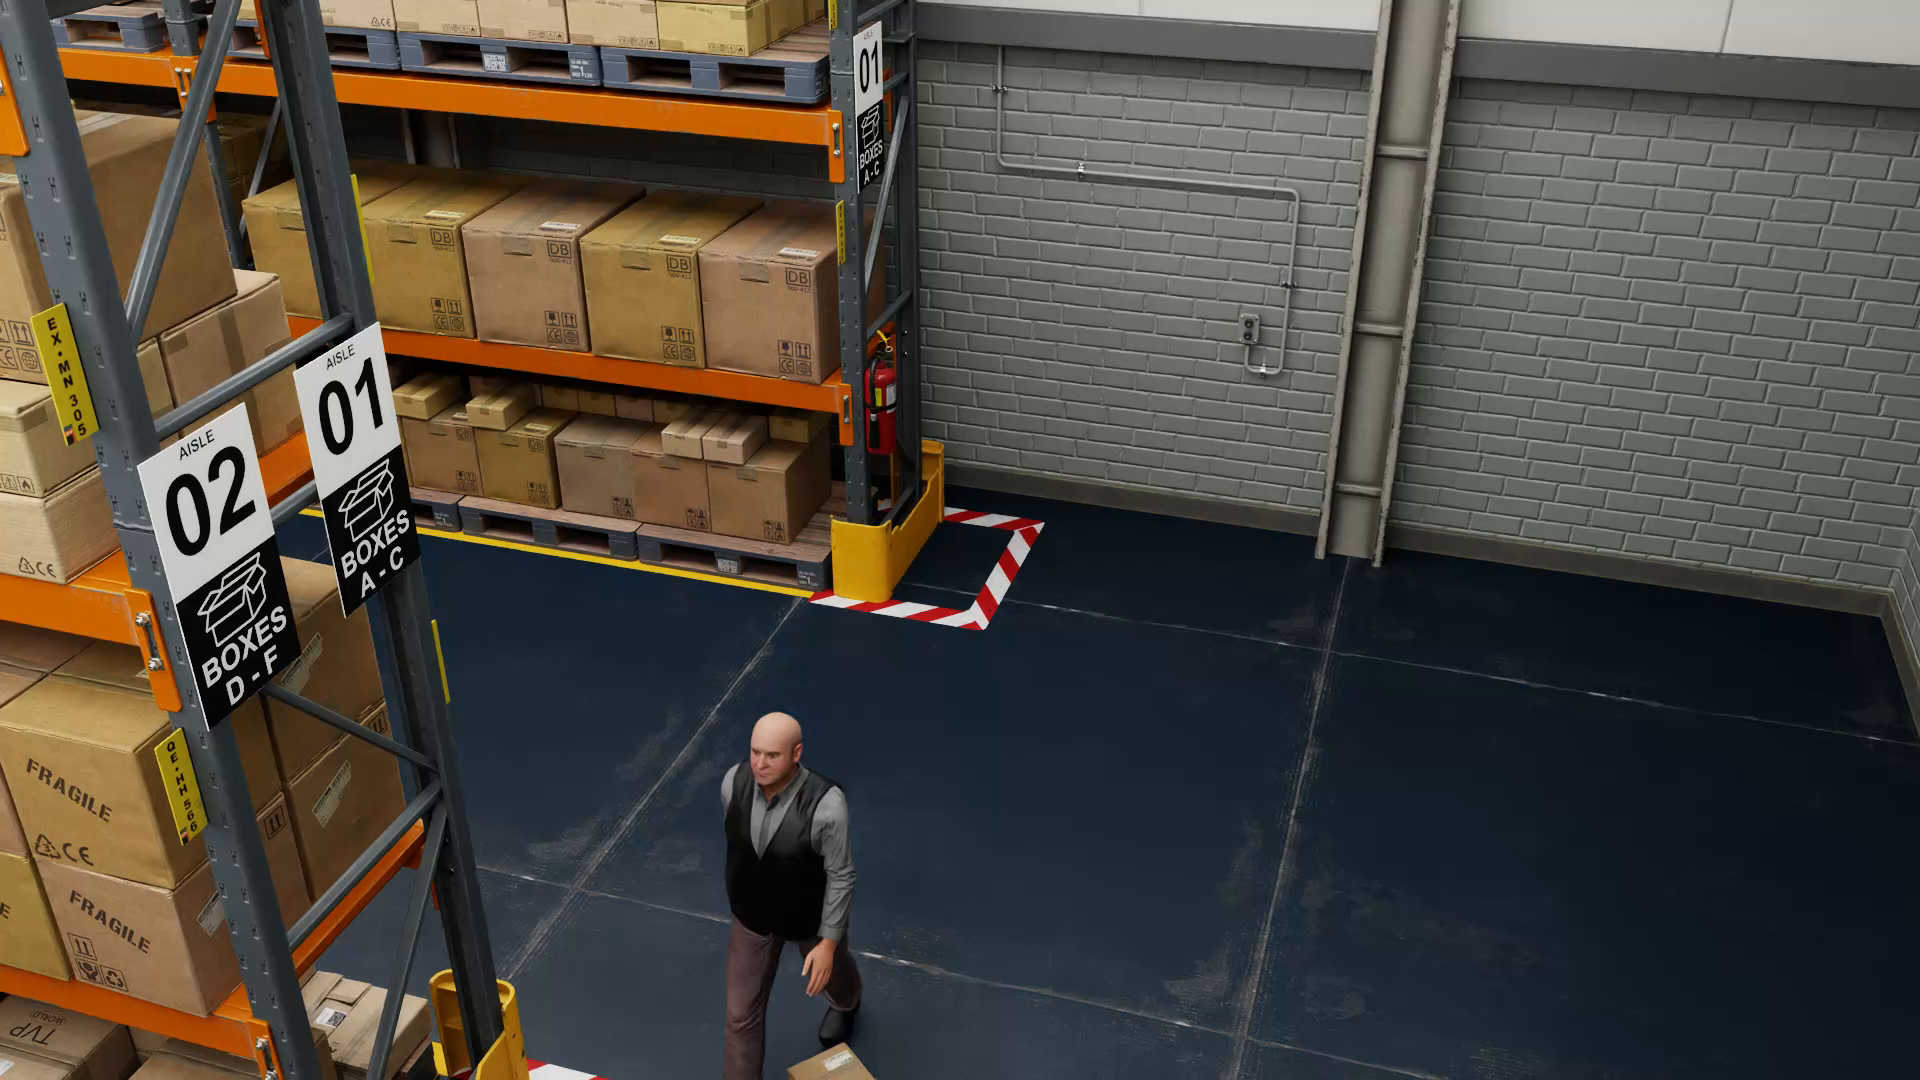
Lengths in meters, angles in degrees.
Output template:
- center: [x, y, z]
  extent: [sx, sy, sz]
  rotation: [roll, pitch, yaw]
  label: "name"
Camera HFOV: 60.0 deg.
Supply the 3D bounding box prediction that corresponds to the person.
- center: [-0.641, 1.383, 6.015]
  extent: [0.558, 1.658, 1.043]
  rotation: [8, 30, 15]
  label: "person"
